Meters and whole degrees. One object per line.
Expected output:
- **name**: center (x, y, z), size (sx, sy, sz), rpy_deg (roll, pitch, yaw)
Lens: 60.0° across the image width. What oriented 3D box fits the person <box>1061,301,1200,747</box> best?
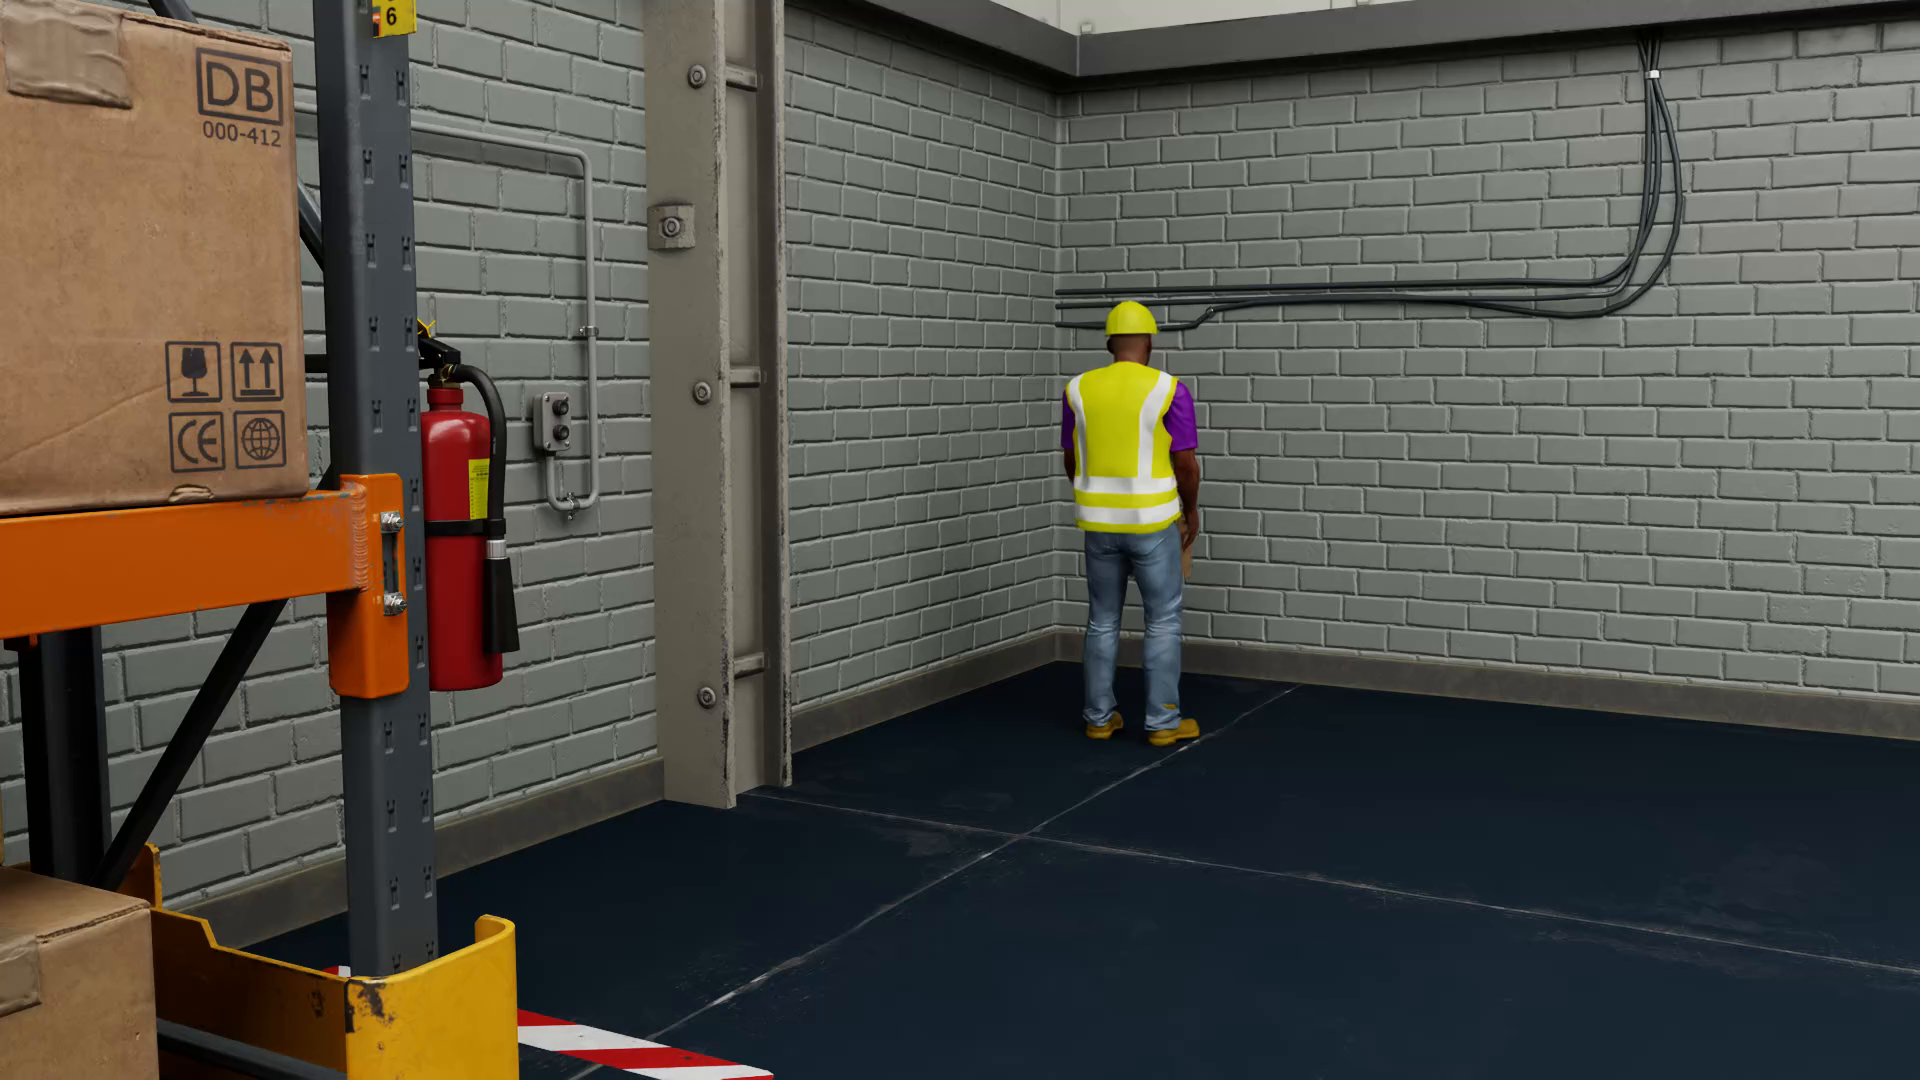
- **person**: center (0.695, -0.072, 6.721), size (0.575, 1.767, 0.458), rpy_deg (3, 7, 27)
